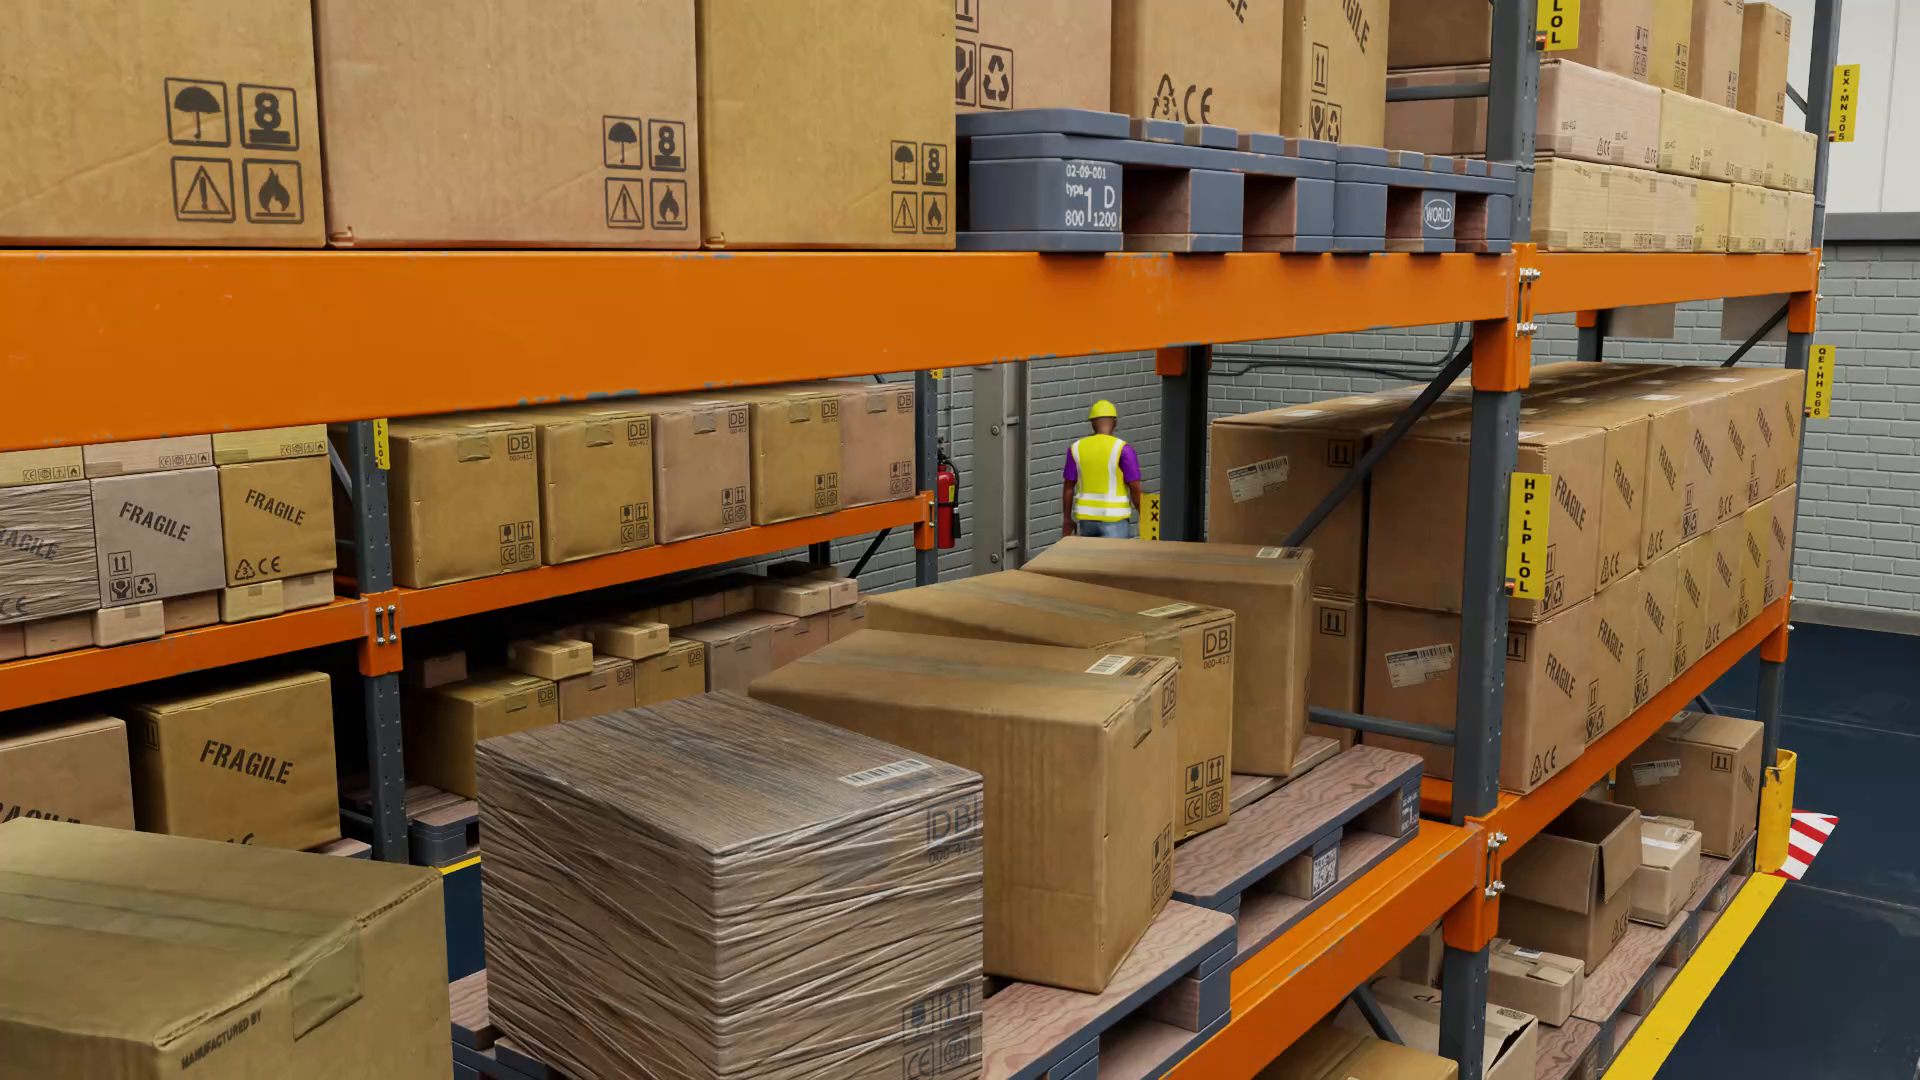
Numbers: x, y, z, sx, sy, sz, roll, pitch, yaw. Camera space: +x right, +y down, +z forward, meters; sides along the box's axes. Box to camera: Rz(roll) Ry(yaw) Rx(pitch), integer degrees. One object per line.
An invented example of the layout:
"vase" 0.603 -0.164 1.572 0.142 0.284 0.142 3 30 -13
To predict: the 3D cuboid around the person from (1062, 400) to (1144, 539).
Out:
"person" 1.088 -0.149 12.230 0.684 1.751 0.883 7 12 34
